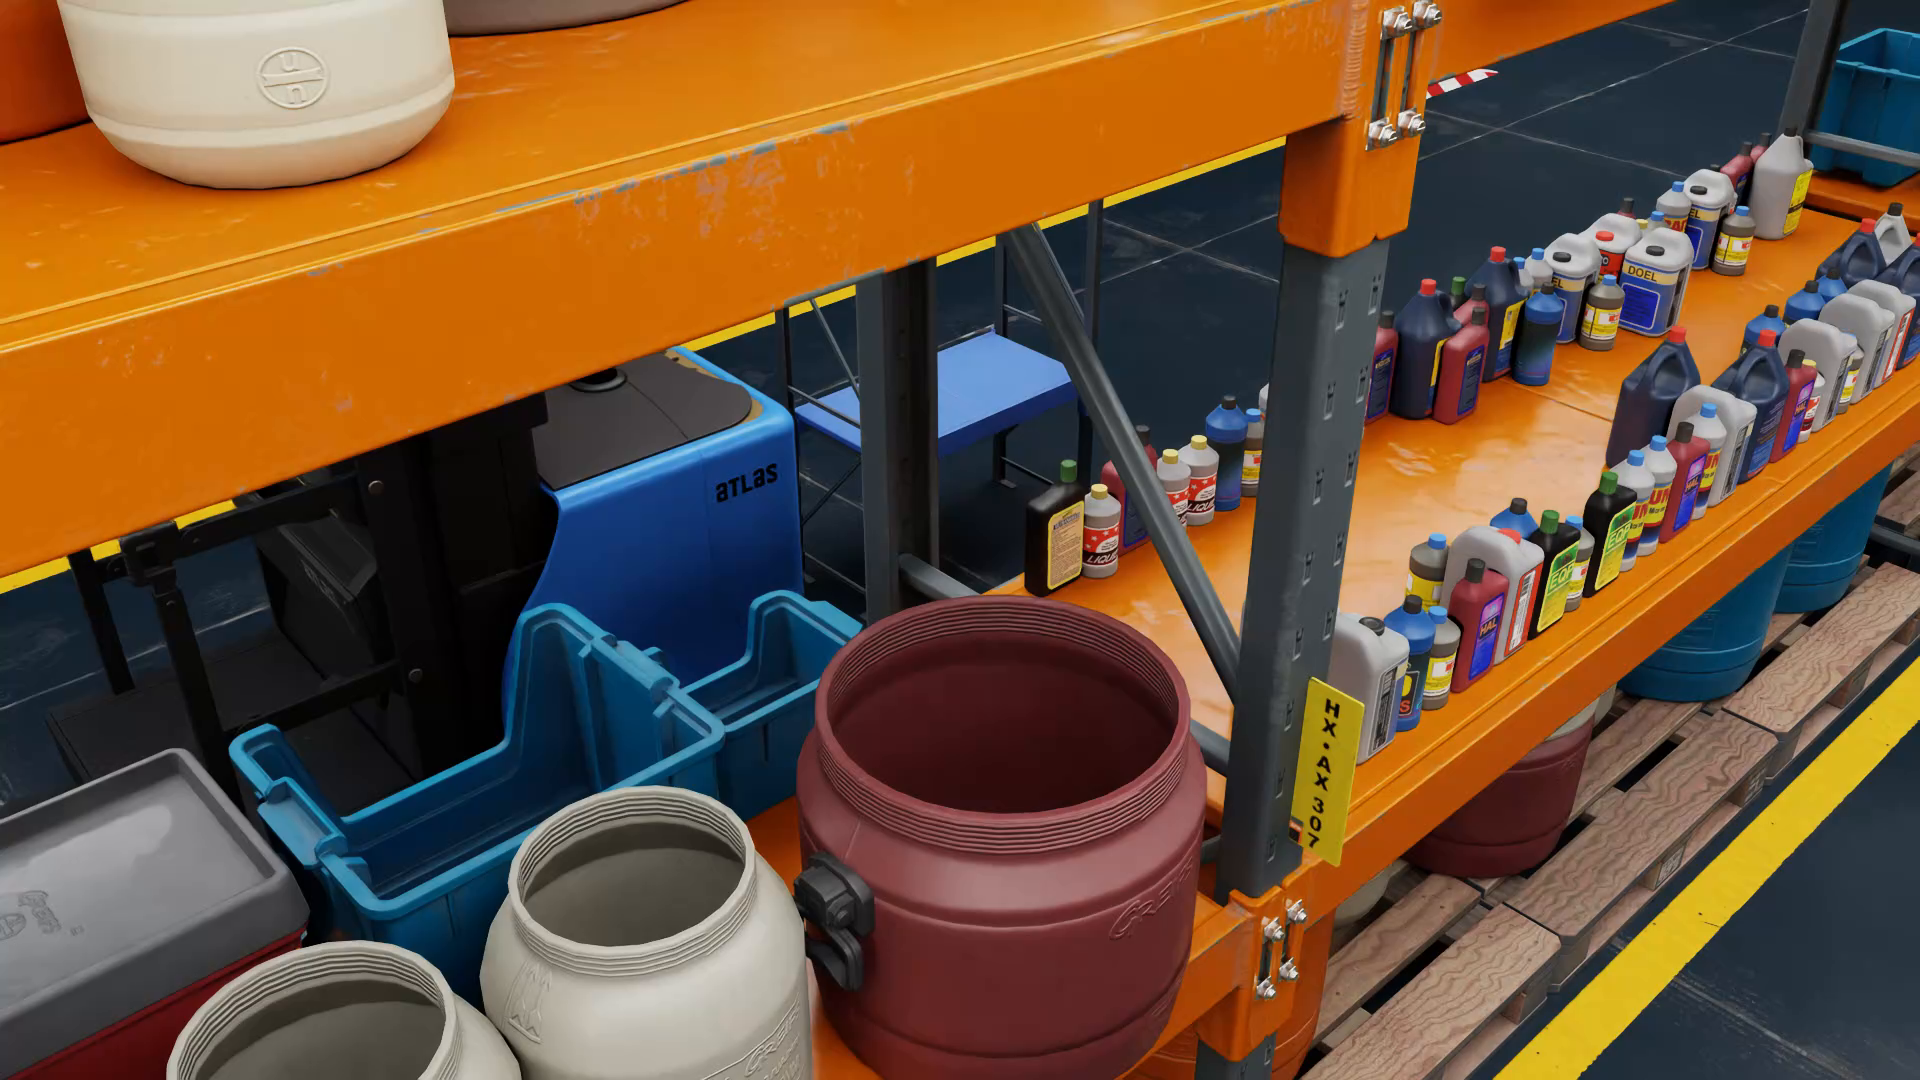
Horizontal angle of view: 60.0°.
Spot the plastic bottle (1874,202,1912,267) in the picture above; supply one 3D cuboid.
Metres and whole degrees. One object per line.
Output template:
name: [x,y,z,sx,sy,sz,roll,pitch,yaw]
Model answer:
plastic bottle: [2.578,-0.772,4.684,0.185,0.351,0.144,-26,40,-35]

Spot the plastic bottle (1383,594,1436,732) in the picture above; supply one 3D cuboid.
plastic bottle: [0.835,0.224,3.131,0.097,0.271,0.097,0,31,0]

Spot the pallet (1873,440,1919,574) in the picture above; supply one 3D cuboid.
pallet: [3.641,-0.275,6.497,1.213,0.211,1.003,-26,40,-35]

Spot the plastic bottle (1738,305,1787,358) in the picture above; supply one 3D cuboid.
plastic bottle: [2.054,-0.473,4.272,0.097,0.271,0.097,0,31,0]

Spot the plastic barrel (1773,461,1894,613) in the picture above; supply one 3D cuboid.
plastic barrel: [2.717,-0.286,5.452,0.708,0.901,0.600,-26,40,-35]

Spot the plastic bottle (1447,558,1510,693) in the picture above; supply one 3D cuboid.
plastic bottle: [1.004,0.151,3.240,0.133,0.283,0.061,-26,40,-35]

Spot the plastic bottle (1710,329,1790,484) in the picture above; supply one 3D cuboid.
plastic bottle: [1.868,-0.326,3.955,0.185,0.351,0.144,-26,40,-35]

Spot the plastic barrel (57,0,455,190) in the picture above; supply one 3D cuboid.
plastic barrel: [-0.579,-0.450,1.369,0.301,0.262,0.301,0,31,0]

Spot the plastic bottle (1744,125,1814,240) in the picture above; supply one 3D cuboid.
plastic bottle: [2.620,-1.153,5.307,0.185,0.351,0.144,-26,40,-35]

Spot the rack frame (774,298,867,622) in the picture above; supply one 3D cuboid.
rack frame: [-0.435,-0.429,5.514,0.032,1.500,0.500,-26,40,-35]

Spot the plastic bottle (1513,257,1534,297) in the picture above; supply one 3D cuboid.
plastic bottle: [1.505,-0.640,4.544,0.097,0.271,0.097,0,31,0]

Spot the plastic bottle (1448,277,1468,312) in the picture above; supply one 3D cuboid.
plastic bottle: [1.273,-0.545,4.378,0.133,0.283,0.061,-26,40,-35]

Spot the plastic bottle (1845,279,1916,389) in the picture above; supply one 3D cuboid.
plastic bottle: [2.421,-0.564,4.416,0.135,0.276,0.152,-26,40,-35]

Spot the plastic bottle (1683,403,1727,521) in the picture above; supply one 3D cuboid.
plastic bottle: [1.682,-0.185,3.801,0.097,0.271,0.097,0,31,0]

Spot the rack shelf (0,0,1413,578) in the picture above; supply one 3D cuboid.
rack shelf: [-1.272,-0.033,1.244,4.000,0.370,1.077,-26,40,-35]

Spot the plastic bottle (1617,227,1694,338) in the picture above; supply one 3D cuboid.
plastic bottle: [1.954,-0.731,4.689,0.135,0.276,0.152,-26,40,-35]

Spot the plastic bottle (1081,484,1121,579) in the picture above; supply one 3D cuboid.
plastic bottle: [0.298,-0.026,3.608,0.097,0.201,0.097,0,31,0]

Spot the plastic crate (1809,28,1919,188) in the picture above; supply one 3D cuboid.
plastic crate: [3.238,-1.504,5.792,0.575,0.384,0.392,-26,40,-35]

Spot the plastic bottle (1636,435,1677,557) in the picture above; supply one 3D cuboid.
plastic bottle: [1.513,-0.103,3.667,0.097,0.271,0.097,0,31,0]

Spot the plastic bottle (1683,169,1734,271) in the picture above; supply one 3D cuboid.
plastic bottle: [2.261,-0.988,5.109,0.135,0.276,0.152,-26,40,-35]

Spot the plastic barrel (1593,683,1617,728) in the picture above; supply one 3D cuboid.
plastic barrel: [1.723,0.297,4.871,0.421,0.512,0.421,0,31,0]

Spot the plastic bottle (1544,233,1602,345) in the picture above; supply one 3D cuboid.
plastic bottle: [1.680,-0.707,4.650,0.135,0.276,0.152,-26,40,-35]

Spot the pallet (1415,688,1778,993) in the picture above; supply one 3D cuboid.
pallet: [1.639,0.693,4.914,1.213,0.211,1.003,-26,40,-35]

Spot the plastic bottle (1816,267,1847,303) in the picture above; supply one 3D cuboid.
plastic bottle: [2.322,-0.603,4.484,0.097,0.271,0.097,0,31,0]

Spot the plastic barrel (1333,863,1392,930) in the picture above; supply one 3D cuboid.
plastic barrel: [0.895,0.698,4.216,0.421,0.512,0.421,0,31,0]

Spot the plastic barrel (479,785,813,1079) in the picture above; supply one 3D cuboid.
plastic barrel: [-0.414,0.629,2.239,0.421,0.512,0.421,0,31,0]

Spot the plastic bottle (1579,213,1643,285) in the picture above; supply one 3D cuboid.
plastic bottle: [1.850,-0.789,4.784,0.135,0.276,0.152,-26,40,-35]

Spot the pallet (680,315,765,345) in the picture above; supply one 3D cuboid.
pallet: [-1.703,-1.157,7.941,1.213,0.211,1.003,-26,40,-35]

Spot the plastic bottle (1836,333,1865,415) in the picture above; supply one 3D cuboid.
plastic bottle: [2.256,-0.433,4.273,0.097,0.201,0.097,0,31,0]

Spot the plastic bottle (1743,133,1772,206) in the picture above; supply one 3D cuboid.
plastic bottle: [2.569,-1.172,5.404,0.133,0.283,0.061,-26,40,-35]

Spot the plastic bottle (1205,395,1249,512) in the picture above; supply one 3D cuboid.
plastic bottle: [0.610,-0.207,3.836,0.097,0.271,0.097,0,31,0]

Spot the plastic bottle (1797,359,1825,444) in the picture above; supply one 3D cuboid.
plastic bottle: [2.086,-0.351,4.139,0.097,0.201,0.097,0,31,0]

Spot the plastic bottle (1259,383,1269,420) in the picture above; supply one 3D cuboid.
plastic bottle: [0.753,-0.276,3.949,0.097,0.271,0.097,0,31,0]

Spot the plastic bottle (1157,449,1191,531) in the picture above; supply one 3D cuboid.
plastic bottle: [0.467,-0.108,3.741,0.097,0.201,0.097,0,31,0]

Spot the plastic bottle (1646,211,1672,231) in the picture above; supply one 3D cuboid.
plastic bottle: [2.086,-0.891,5.022,0.097,0.201,0.097,0,31,0]

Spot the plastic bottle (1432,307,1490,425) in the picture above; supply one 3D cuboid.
plastic bottle: [1.273,-0.443,4.211,0.133,0.283,0.061,-26,40,-35]

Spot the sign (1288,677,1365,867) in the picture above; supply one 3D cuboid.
sign: [0.574,0.368,2.616,0.005,0.325,0.100,-26,40,-35]

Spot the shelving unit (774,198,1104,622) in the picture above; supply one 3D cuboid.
shelving unit: [-0.063,-0.610,5.809,1.048,1.500,0.538,-26,40,-35]

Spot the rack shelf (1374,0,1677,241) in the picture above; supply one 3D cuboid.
rack shelf: [1.661,-1.452,3.564,4.000,0.370,1.077,-26,40,-35]

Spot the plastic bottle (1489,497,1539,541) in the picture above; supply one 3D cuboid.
plastic bottle: [1.133,0.037,3.438,0.097,0.271,0.097,0,31,0]

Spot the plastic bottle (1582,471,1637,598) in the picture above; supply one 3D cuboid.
plastic bottle: [1.369,-0.026,3.529,0.133,0.283,0.061,-26,40,-35]

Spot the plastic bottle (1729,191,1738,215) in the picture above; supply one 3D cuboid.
plastic bottle: [2.399,-1.042,5.269,0.097,0.201,0.097,0,31,0]

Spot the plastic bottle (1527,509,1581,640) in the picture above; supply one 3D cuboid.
plastic bottle: [1.200,0.056,3.395,0.133,0.283,0.061,-26,40,-35]

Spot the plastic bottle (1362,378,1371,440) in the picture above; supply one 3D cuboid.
plastic bottle: [0.967,-0.350,4.137,0.097,0.201,0.097,0,31,0]

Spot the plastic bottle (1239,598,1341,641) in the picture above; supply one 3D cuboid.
plastic bottle: [0.628,0.195,3.175,0.135,0.276,0.152,-26,40,-35]

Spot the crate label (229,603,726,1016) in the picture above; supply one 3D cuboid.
crate label: [-0.718,0.464,2.582,0.616,0.435,0.502,-26,40,-35]

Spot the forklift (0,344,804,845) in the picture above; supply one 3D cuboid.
forklift: [-1.917,-0.400,4.095,3.031,2.935,1.130,-24,39,-34]

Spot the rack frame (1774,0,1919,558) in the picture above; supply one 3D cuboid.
rack frame: [3.128,-1.189,5.319,0.127,3.000,1.000,-26,40,-35]

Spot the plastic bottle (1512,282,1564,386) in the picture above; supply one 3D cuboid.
plastic bottle: [1.532,-0.550,4.397,0.097,0.271,0.097,0,31,0]

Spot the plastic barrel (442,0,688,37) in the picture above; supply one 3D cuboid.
plastic barrel: [-0.555,-1.055,1.745,0.600,0.901,0.600,0,31,0]
